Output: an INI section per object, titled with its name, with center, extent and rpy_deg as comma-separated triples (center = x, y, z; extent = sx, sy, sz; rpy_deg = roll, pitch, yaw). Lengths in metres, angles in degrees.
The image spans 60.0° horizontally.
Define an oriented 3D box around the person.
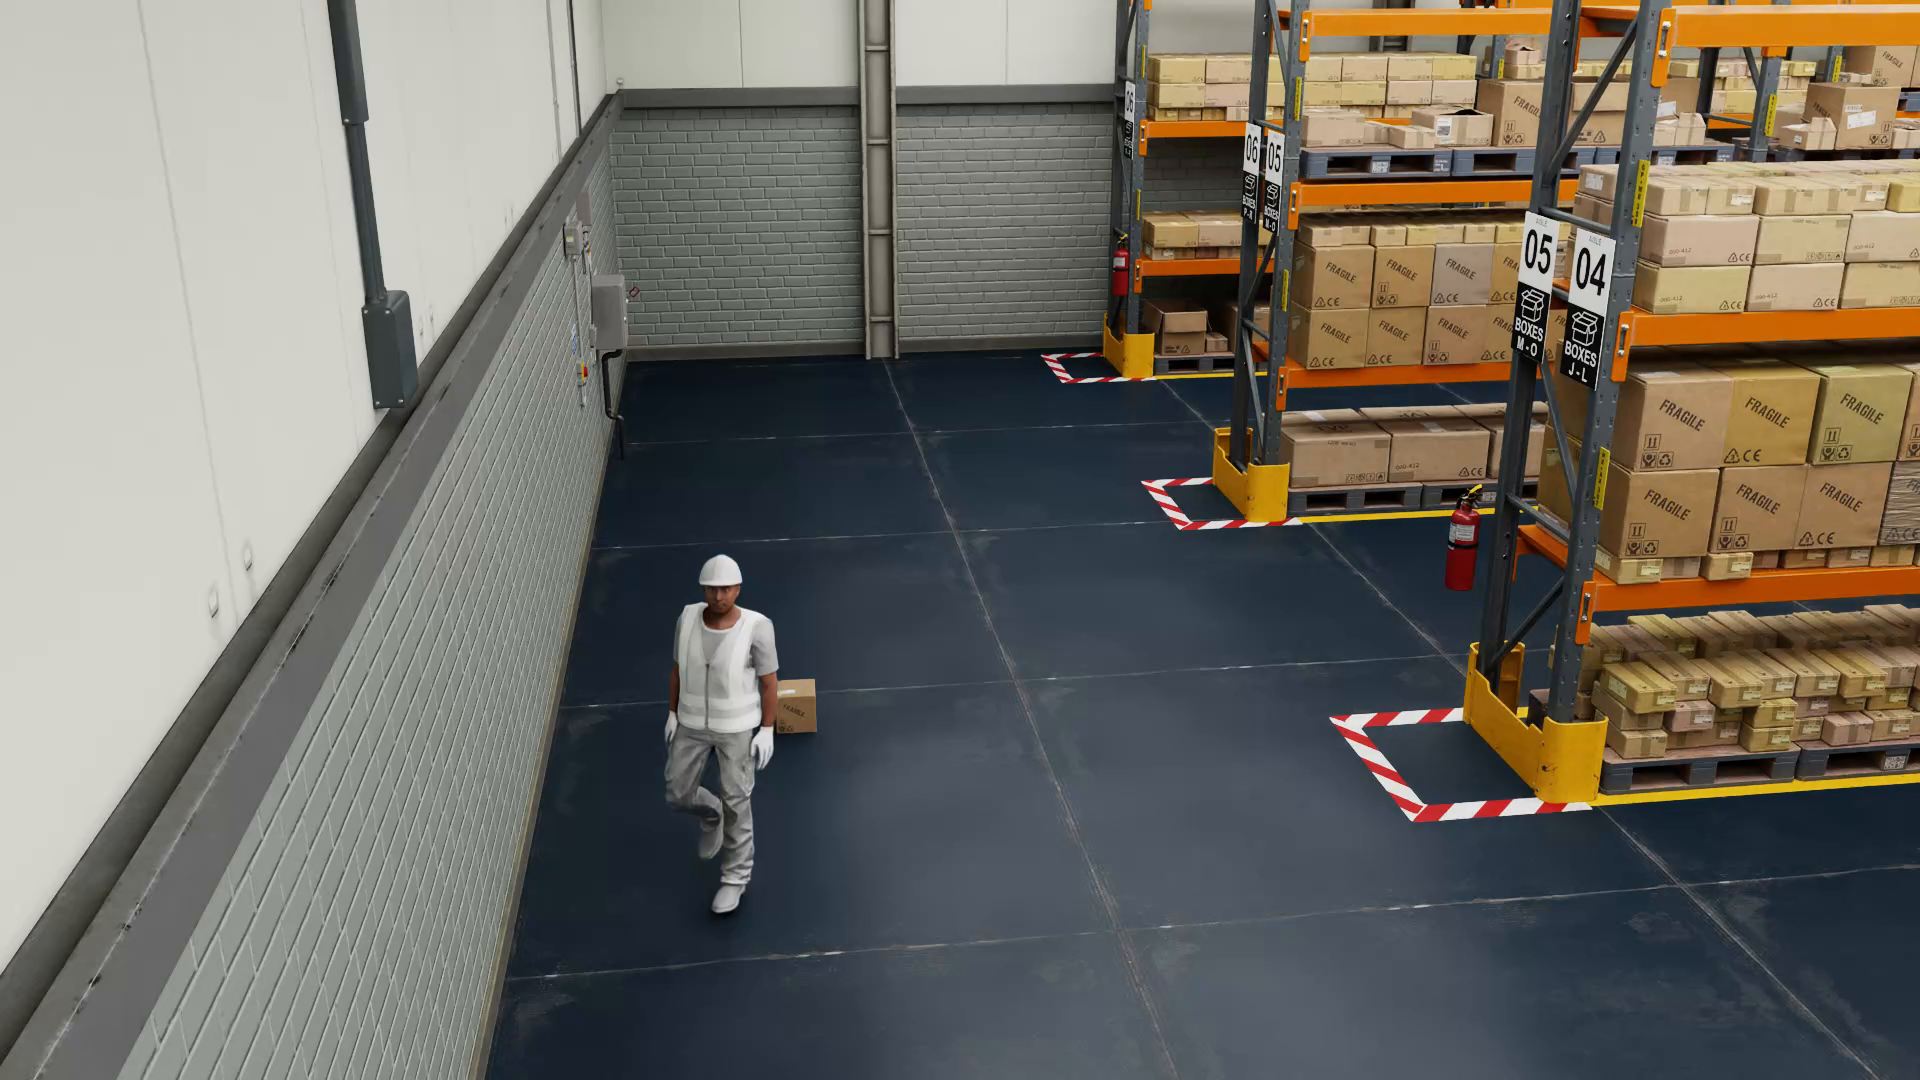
[person]
center = -1.219, 0.946, 8.343
extent = 0.600, 1.781, 0.634
rpy_deg = 5, 20, 14
